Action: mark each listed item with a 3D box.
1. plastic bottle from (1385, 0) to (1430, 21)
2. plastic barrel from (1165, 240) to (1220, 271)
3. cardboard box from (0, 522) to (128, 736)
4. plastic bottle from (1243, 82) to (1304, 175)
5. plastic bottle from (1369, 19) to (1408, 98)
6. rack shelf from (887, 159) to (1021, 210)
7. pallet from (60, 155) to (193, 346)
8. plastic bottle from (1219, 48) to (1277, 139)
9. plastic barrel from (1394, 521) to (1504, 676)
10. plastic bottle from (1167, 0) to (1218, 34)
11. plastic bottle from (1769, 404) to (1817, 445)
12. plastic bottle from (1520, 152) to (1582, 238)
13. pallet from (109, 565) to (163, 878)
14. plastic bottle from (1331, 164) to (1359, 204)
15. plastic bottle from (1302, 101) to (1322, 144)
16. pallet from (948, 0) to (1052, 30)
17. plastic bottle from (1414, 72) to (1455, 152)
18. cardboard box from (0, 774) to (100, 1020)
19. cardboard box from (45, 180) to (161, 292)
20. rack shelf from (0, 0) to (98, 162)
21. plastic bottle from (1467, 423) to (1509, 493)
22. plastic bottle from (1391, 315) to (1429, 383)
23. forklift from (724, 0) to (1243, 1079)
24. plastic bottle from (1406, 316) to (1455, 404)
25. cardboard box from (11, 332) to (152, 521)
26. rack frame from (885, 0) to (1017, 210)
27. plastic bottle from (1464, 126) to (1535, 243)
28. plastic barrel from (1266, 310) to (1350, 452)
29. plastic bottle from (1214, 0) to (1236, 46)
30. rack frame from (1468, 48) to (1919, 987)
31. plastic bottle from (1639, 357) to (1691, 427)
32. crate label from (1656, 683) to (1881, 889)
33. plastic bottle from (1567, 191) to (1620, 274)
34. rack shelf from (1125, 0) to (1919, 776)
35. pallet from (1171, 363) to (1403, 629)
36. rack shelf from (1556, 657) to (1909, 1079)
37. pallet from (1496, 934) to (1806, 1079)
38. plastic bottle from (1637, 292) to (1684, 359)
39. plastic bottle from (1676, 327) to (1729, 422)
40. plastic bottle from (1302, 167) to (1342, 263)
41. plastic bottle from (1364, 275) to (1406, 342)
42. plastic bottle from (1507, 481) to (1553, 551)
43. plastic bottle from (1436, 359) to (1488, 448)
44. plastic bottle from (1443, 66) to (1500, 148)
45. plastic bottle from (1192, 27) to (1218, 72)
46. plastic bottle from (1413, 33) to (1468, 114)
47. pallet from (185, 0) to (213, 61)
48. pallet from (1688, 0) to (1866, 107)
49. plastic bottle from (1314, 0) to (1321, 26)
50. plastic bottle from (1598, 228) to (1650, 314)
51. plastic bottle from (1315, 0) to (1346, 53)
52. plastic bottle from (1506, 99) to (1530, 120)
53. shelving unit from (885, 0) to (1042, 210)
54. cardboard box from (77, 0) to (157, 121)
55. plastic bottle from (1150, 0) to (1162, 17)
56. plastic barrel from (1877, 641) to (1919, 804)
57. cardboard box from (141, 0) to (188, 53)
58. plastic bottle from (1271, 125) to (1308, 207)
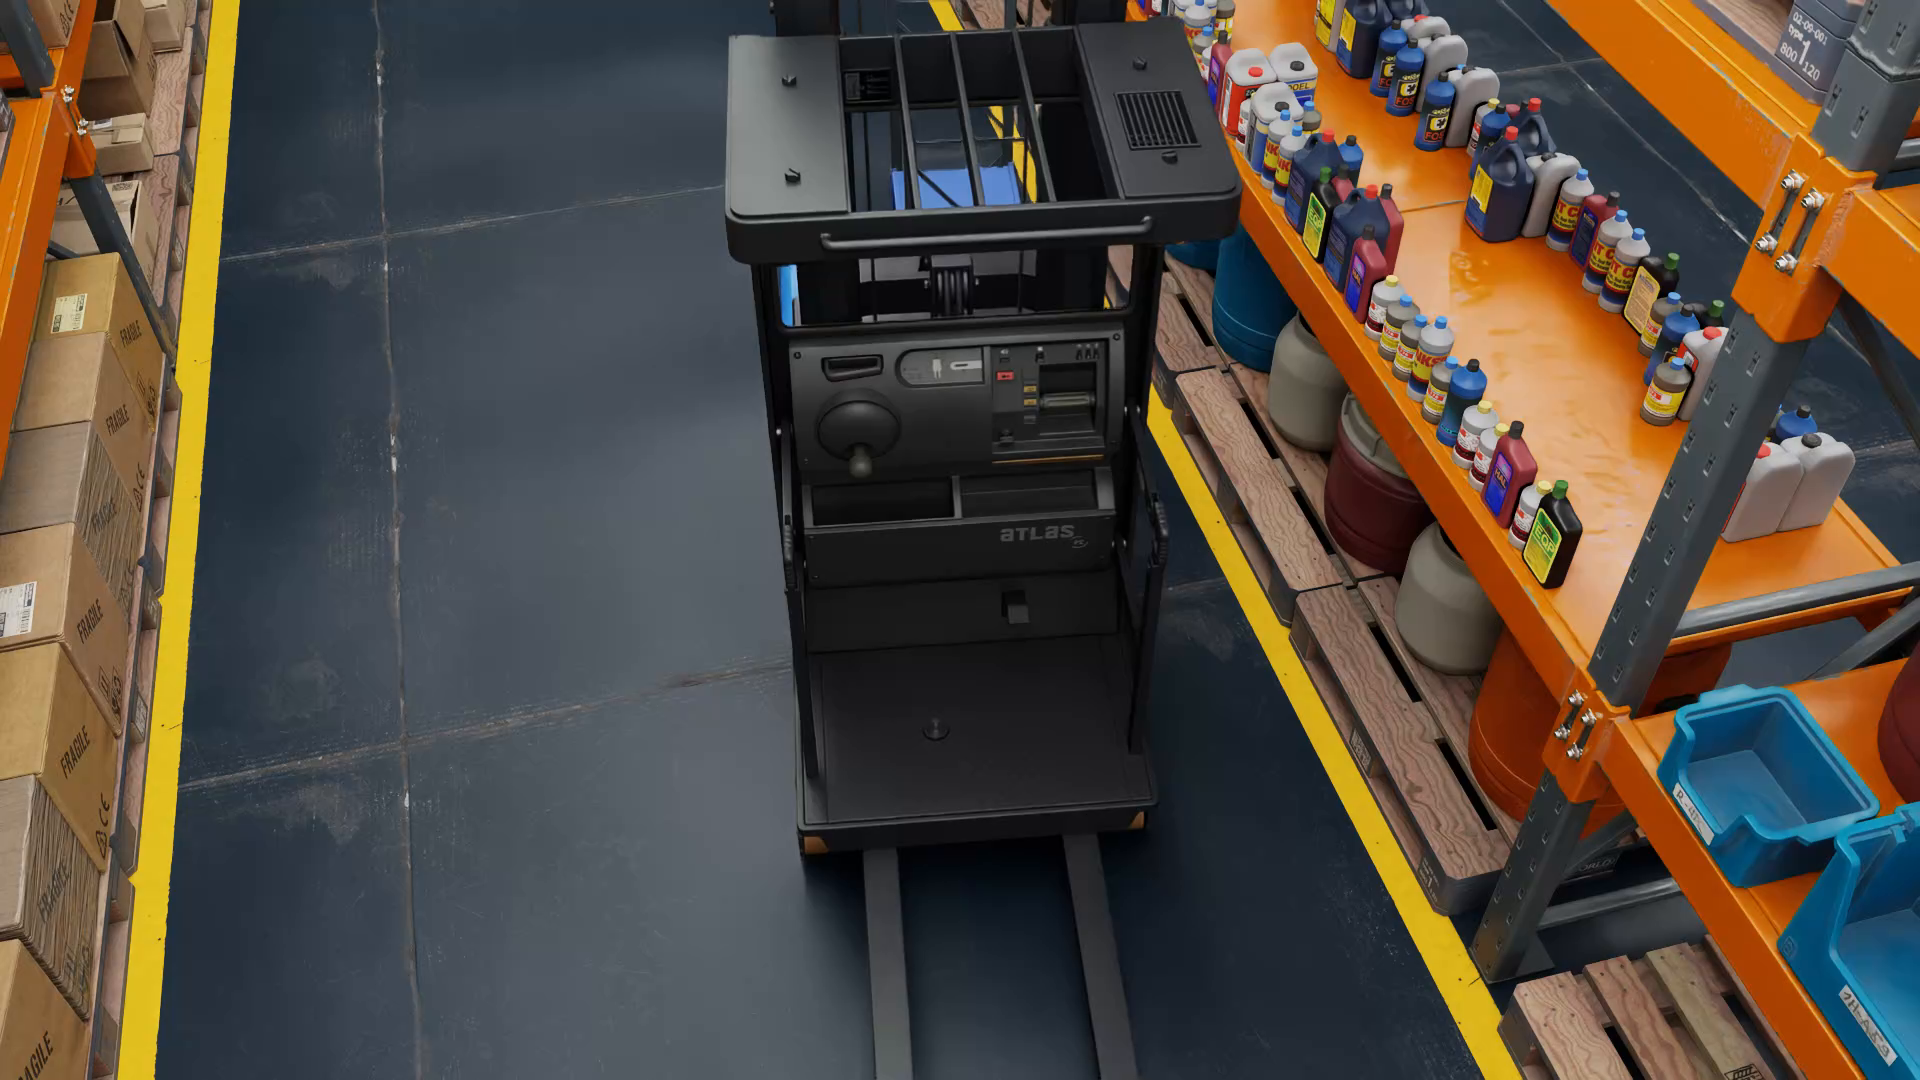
[{"bbox_3d":[1.611,-1.898,6.045,0.144,0.351,0.185,-11,47,-10],"label":"plastic bottle"},{"bbox_3d":[1.135,-1.652,6.944,0.600,0.901,0.708,-11,47,-10],"label":"plastic barrel"},{"bbox_3d":[-2.995,0.334,5.264,0.500,0.500,0.500,-12,47,-12],"label":"cardboard box"},{"bbox_3d":[1.059,-1.386,5.595,0.152,0.276,0.135,-11,47,-10],"label":"plastic bottle"},{"bbox_3d":[1.532,-1.724,5.929,0.097,0.271,0.097,0,46,0],"label":"plastic bottle"},{"bbox_3d":[0.012,-1.137,6.566,0.538,0.185,1.000,-4,46,-4],"label":"rack shelf"},{"bbox_3d":[-3.952,-1.213,7.291,1.003,0.211,1.213,-11,47,-10],"label":"pallet"},{"bbox_3d":[0.999,-1.546,5.752,0.152,0.276,0.135,-11,47,-10],"label":"plastic bottle"},{"bbox_3d":[1.663,0.159,5.441,0.421,0.512,0.421,0,46,0],"label":"plastic barrel"},{"bbox_3d":[0.856,-1.933,6.131,0.152,0.276,0.135,-11,47,-10],"label":"plastic bottle"},{"bbox_3d":[2.234,-0.254,4.489,0.097,0.271,0.097,0,46,0],"label":"plastic bottle"},{"bbox_3d":[1.883,-1.128,5.342,0.152,0.276,0.135,-11,47,-10],"label":"plastic bottle"},{"bbox_3d":[-3.217,0.660,5.456,1.003,0.211,1.213,-11,47,-10],"label":"pallet"},{"bbox_3d":[1.205,-1.037,5.247,0.061,0.283,0.133,-11,47,-10],"label":"plastic bottle"},{"bbox_3d":[1.174,-1.395,5.656,0.097,0.201,0.097,0,46,0],"label":"plastic bottle"},{"bbox_3d":[0.470,-2.986,9.029,1.003,0.211,1.213,-11,47,-10],"label":"pallet"},{"bbox_3d":[1.626,-1.471,5.681,0.097,0.271,0.097,0,46,0],"label":"plastic bottle"},{"bbox_3d":[-2.733,1.041,4.572,0.500,0.500,0.500,-12,47,-12],"label":"cardboard box"},{"bbox_3d":[-3.676,-1.257,6.956,0.500,0.311,0.500,-11,47,-10],"label":"cardboard box"},{"bbox_3d":[-4.289,-2.844,7.440,1.077,0.370,4.000,-11,47,-10],"label":"rack shelf"},{"bbox_3d":[1.449,-0.230,4.515,0.097,0.201,0.097,0,46,0],"label":"plastic bottle"},{"bbox_3d":[1.324,-0.566,4.844,0.097,0.201,0.097,0,46,0],"label":"plastic bottle"},{"bbox_3d":[0.018,-0.291,4.483,1.130,2.935,3.031,-4,46,-4],"label":"forklift"},{"bbox_3d":[1.349,-0.524,4.753,0.097,0.271,0.097,0,46,0],"label":"plastic bottle"},{"bbox_3d":[-3.255,-0.363,5.947,0.500,0.500,0.500,-11,47,-10],"label":"cardboard box"},{"bbox_3d":[-0.034,-1.624,6.792,0.500,1.500,0.032,-4,46,-4],"label":"rack frame"},{"bbox_3d":[1.733,-1.145,5.306,0.144,0.351,0.185,-11,47,-10],"label":"plastic bottle"},{"bbox_3d":[1.374,-0.620,6.206,0.421,0.512,0.421,0,46,0],"label":"plastic barrel"},{"bbox_3d":[0.972,-1.942,6.192,0.097,0.201,0.097,0,46,0],"label":"plastic bottle"},{"bbox_3d":[2.036,0.144,4.009,1.000,3.000,0.127,-11,47,-10],"label":"rack frame"},{"bbox_3d":[2.003,-0.428,4.709,0.097,0.201,0.097,0,46,0],"label":"plastic bottle"},{"bbox_3d":[1.781,0.562,3.716,0.303,0.233,0.416,-11,47,-10],"label":"crate label"},{"bbox_3d":[1.986,-0.979,5.191,0.061,0.283,0.133,-11,47,-10],"label":"plastic bottle"},{"bbox_3d":[1.524,-0.985,5.619,1.077,0.370,4.000,-11,47,-10],"label":"rack shelf"},{"bbox_3d":[1.485,-0.258,6.355,1.003,0.211,1.213,-11,47,-10],"label":"pallet"},{"bbox_3d":[2.548,1.776,2.913,1.077,0.370,4.000,-11,47,-10],"label":"rack shelf"},{"bbox_3d":[2.197,1.662,4.474,1.003,0.211,1.213,-11,47,-10],"label":"pallet"},{"bbox_3d":[2.082,-0.641,4.917,0.097,0.201,0.097,0,46,0],"label":"plastic bottle"},{"bbox_3d":[2.119,-0.490,4.717,0.152,0.276,0.135,-11,47,-10],"label":"plastic bottle"},{"bbox_3d":[1.146,-1.025,5.236,0.061,0.283,0.133,-11,47,-10],"label":"plastic bottle"},{"bbox_3d":[1.275,-0.701,4.976,0.097,0.201,0.097,0,46,0],"label":"plastic bottle"},{"bbox_3d":[1.508,-0.071,4.358,0.097,0.201,0.097,0,46,0],"label":"plastic bottle"},{"bbox_3d":[1.399,-0.389,4.621,0.097,0.271,0.097,0,46,0],"label":"plastic bottle"},{"bbox_3d":[1.742,-1.508,5.714,0.152,0.276,0.135,-11,47,-10],"label":"plastic bottle"},{"bbox_3d":[0.884,-1.754,6.008,0.097,0.201,0.097,0,46,0],"label":"plastic bottle"},{"bbox_3d":[1.682,-1.668,5.871,0.152,0.276,0.135,-11,47,-10],"label":"plastic bottle"},{"bbox_3d":[-4.577,-2.898,8.942,1.003,0.211,1.213,-11,47,-10],"label":"pallet"},{"bbox_3d":[1.935,-1.386,3.540,1.003,0.211,1.213,-11,47,-10],"label":"pallet"},{"bbox_3d":[1.403,-2.047,6.295,0.097,0.201,0.097,0,46,0],"label":"plastic bottle"},{"bbox_3d":[2.023,-0.825,5.048,0.097,0.271,0.097,0,46,0],"label":"plastic bottle"},{"bbox_3d":[1.424,-1.999,6.144,0.144,0.351,0.185,-11,47,-10],"label":"plastic bottle"},{"bbox_3d":[1.845,-1.359,5.563,0.061,0.283,0.133,-11,47,-10],"label":"plastic bottle"},{"bbox_3d":[0.012,-1.263,6.437,0.538,1.500,1.048,-4,46,-4],"label":"shelving unit"},{"bbox_3d":[-4.263,-2.291,7.835,0.797,0.503,0.637,-11,47,-10],"label":"cardboard box"},{"bbox_3d":[0.775,-2.049,6.297,0.097,0.201,0.097,0,46,0],"label":"plastic bottle"},{"bbox_3d":[2.448,0.361,3.701,0.600,0.536,0.708,-11,47,-10],"label":"plastic barrel"},{"bbox_3d":[-4.210,-2.676,8.390,0.500,0.250,0.500,-11,47,-10],"label":"cardboard box"},{"bbox_3d":[1.087,-1.232,5.447,0.097,0.271,0.097,0,46,0],"label":"plastic bottle"}]
